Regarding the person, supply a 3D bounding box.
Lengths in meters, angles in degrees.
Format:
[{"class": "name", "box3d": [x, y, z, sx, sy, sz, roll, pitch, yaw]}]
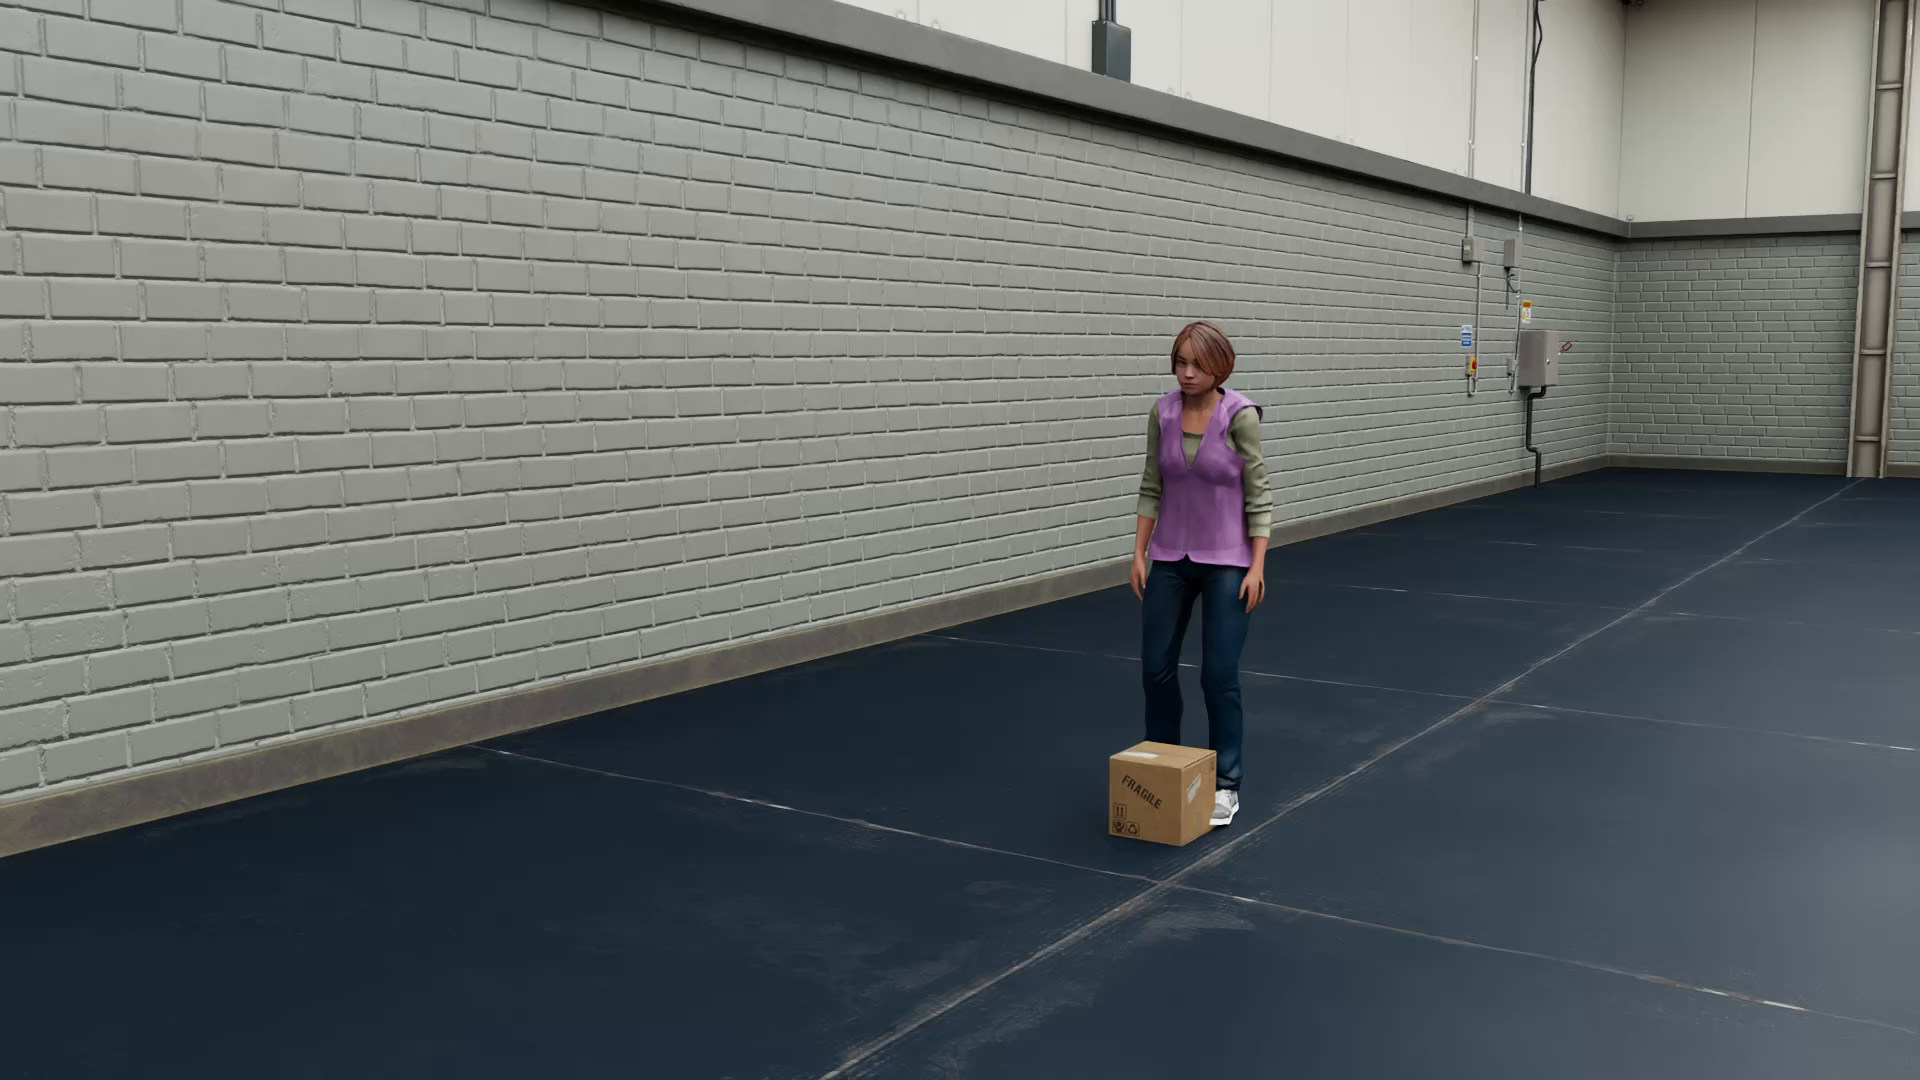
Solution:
[{"class": "person", "box3d": [0.762, 0.100, 5.330, 0.472, 1.592, 0.347, 4, 8, 31]}]
